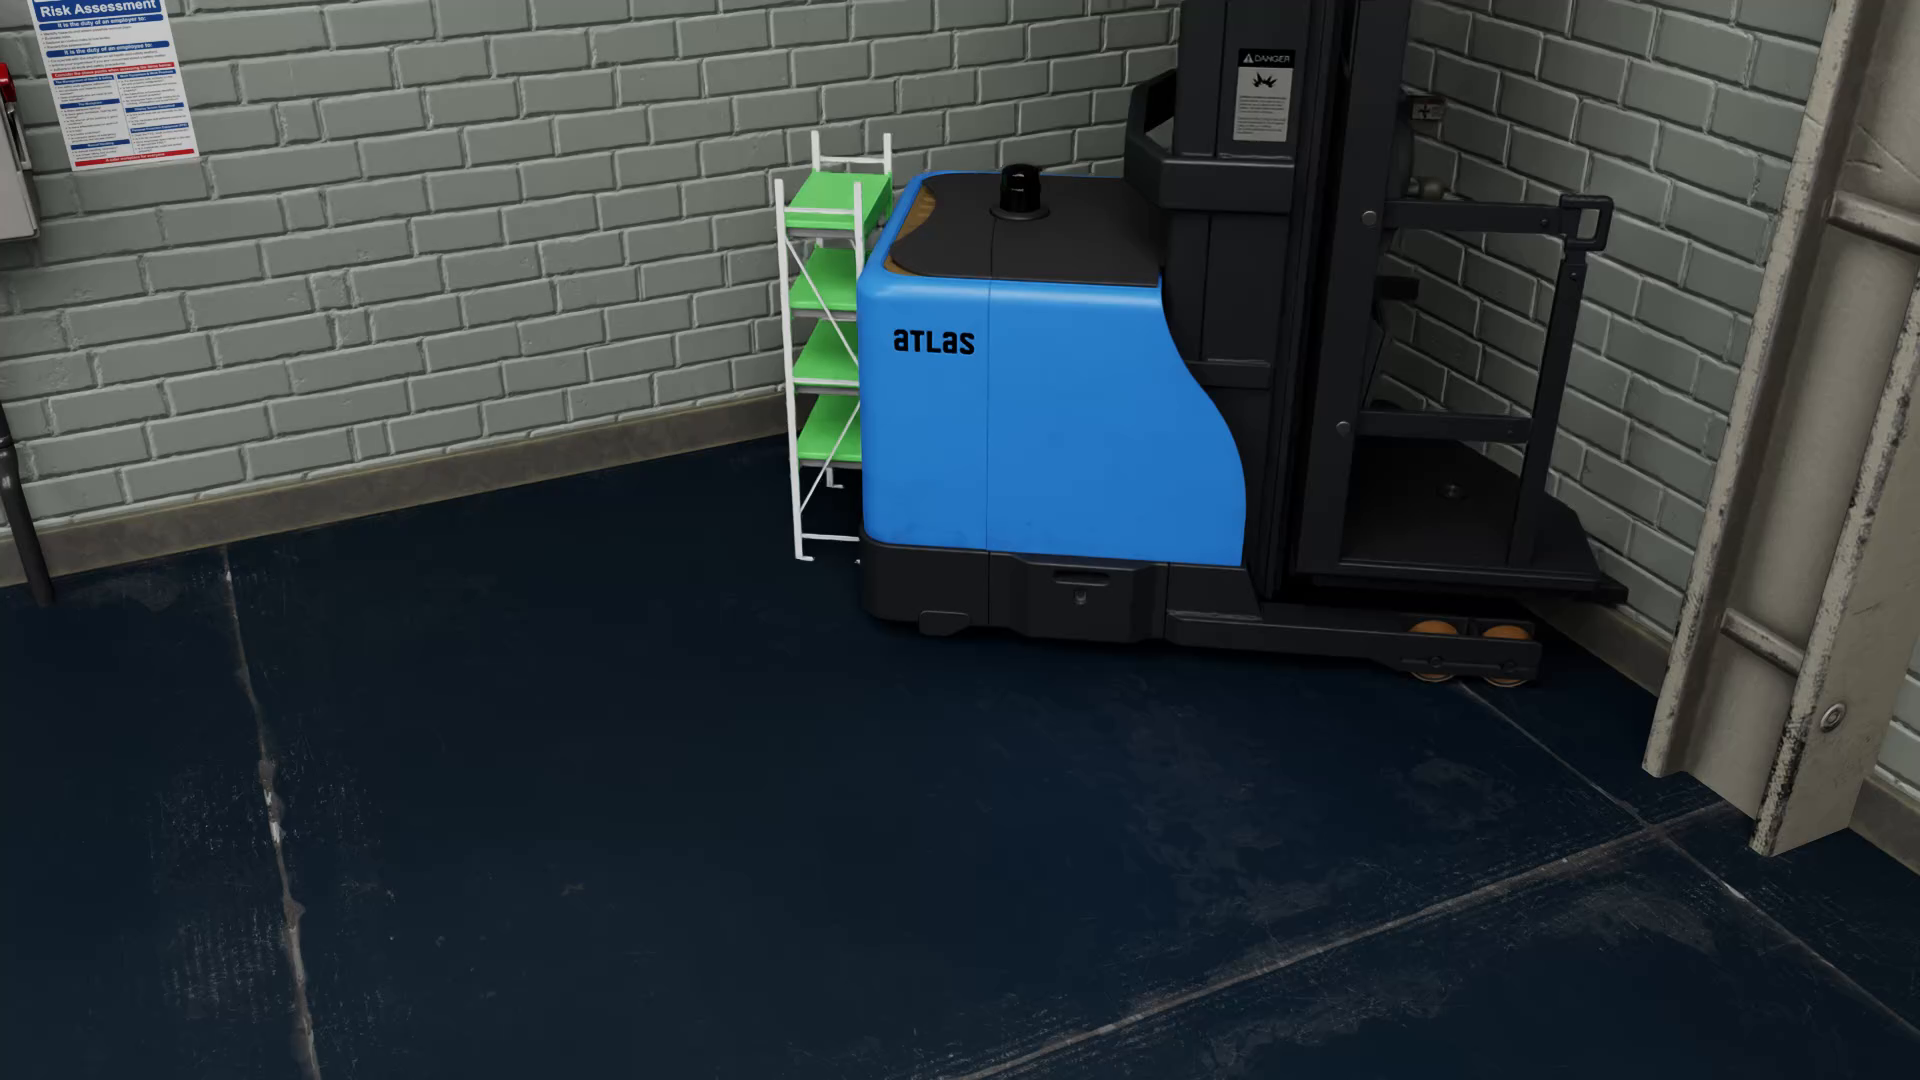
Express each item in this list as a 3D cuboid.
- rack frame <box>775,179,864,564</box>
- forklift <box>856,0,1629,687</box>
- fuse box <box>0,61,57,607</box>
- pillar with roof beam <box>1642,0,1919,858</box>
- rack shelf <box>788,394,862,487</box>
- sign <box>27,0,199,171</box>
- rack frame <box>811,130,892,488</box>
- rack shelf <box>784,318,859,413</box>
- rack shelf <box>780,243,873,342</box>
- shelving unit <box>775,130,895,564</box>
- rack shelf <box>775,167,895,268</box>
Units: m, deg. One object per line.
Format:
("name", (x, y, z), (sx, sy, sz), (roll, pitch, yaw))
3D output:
("rack frame", (-0.388, -0.458, 4.841), (0.240, 1.200, 0.015), (4, 29, 6))
("forklift", (1.273, -1.154, 4.311), (3.031, 2.935, 1.130), (4, 29, 6))
("fuse box", (-2.668, -0.555, 4.491), (0.539, 1.711, 0.414), (-13, 32, -22))
("pillar with roof beam", (-1.936, -2.392, 0.315), (9.100, 9.000, 0.400), (-13, 32, -22))
("rack shelf", (-0.356, -0.312, 5.200), (0.258, 0.148, 0.480), (4, 29, 6))
("sign", (-2.311, -1.271, 4.547), (0.329, 0.494, 0.001), (-13, 32, -22))
("rack frame", (-0.325, -0.695, 5.263), (0.240, 1.200, 0.015), (4, 29, 6))
("rack shelf", (-0.356, -0.521, 5.083), (0.258, 0.148, 0.480), (4, 29, 6))
("rack shelf", (-0.356, -0.730, 4.965), (0.258, 0.148, 0.480), (4, 29, 6))
("shelving unit", (-0.356, -0.577, 5.052), (0.258, 1.200, 0.503), (4, 29, 6))
("rack shelf", (-0.356, -0.940, 4.848), (0.258, 0.148, 0.480), (4, 29, 6))
